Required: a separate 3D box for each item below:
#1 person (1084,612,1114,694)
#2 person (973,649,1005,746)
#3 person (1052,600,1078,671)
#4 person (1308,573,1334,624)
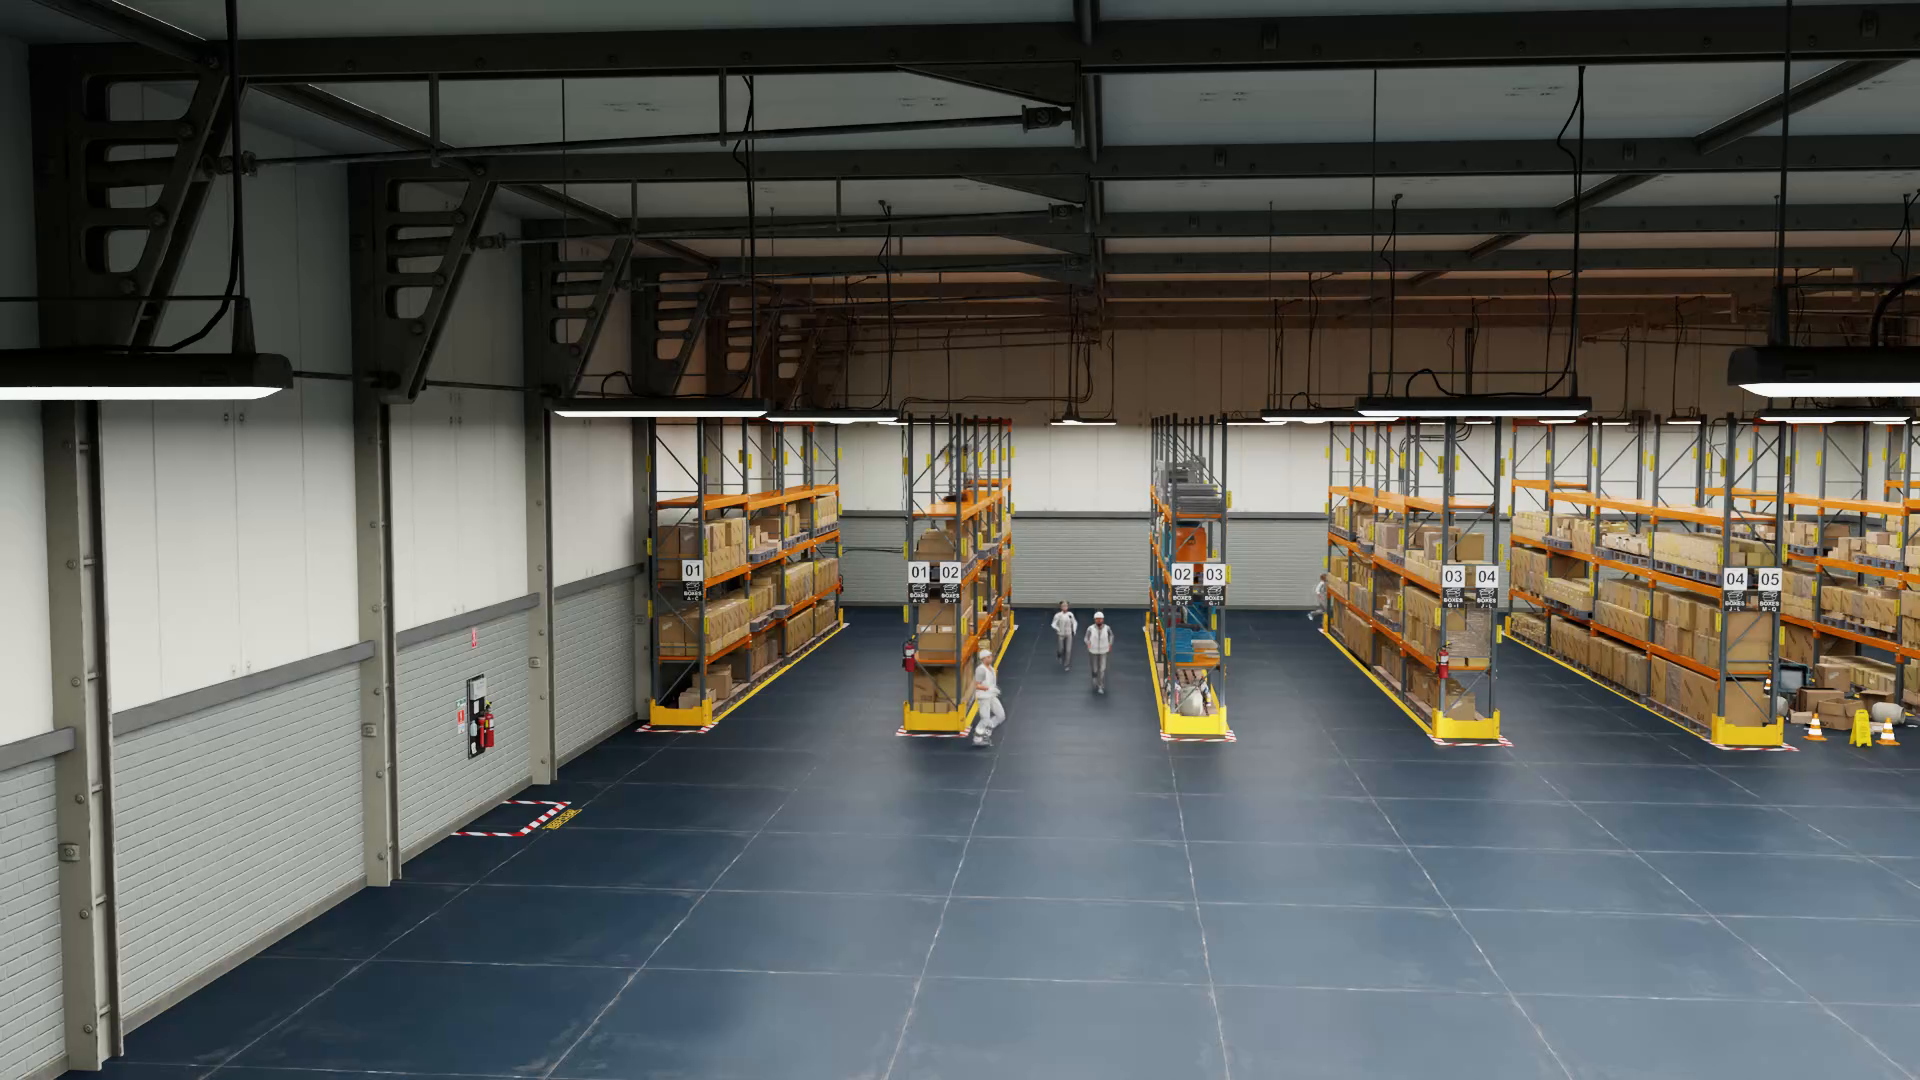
[{"bbox_3d":[3.016,2.421,36.096,0.654,1.756,0.881,0,4,3],"label":"person"},{"bbox_3d":[0.523,2.829,29.767,0.640,1.751,0.628,2,5,31],"label":"person"},{"bbox_3d":[2.488,2.244,39.364,0.625,1.654,0.723,0,4,-4],"label":"person"},{"bbox_3d":[10.341,1.735,47.807,0.743,1.568,0.525,2,4,29],"label":"person"}]
